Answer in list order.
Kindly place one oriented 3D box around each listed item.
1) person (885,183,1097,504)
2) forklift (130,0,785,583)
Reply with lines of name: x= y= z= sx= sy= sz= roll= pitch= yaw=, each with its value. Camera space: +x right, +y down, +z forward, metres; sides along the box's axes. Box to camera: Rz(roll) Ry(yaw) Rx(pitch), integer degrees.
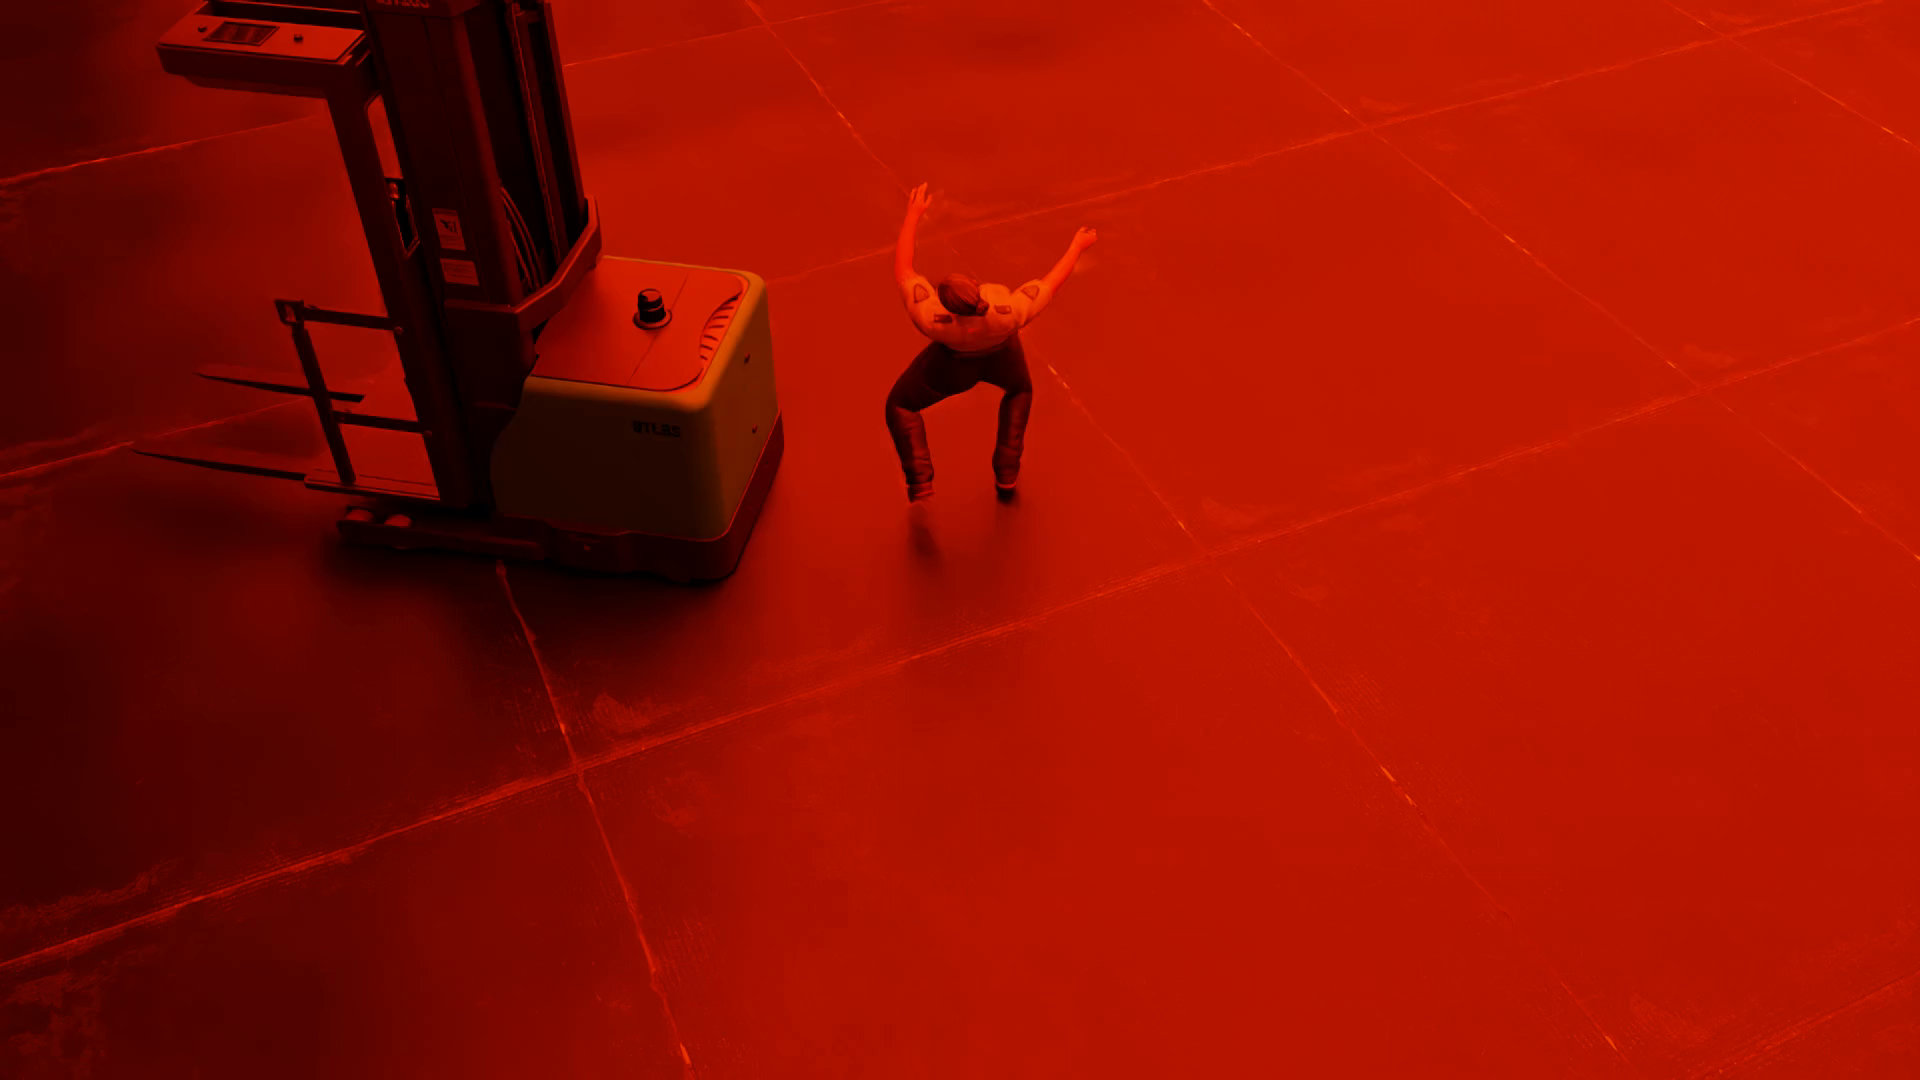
person: x=0.183 y=-0.858 z=7.623 sx=1.013 sy=1.515 sz=0.646 roll=-12 pitch=44 yaw=-12
forklift: x=-2.434 y=-1.375 z=7.153 sx=3.031 sy=2.935 sz=1.130 roll=8 pitch=44 yaw=8
